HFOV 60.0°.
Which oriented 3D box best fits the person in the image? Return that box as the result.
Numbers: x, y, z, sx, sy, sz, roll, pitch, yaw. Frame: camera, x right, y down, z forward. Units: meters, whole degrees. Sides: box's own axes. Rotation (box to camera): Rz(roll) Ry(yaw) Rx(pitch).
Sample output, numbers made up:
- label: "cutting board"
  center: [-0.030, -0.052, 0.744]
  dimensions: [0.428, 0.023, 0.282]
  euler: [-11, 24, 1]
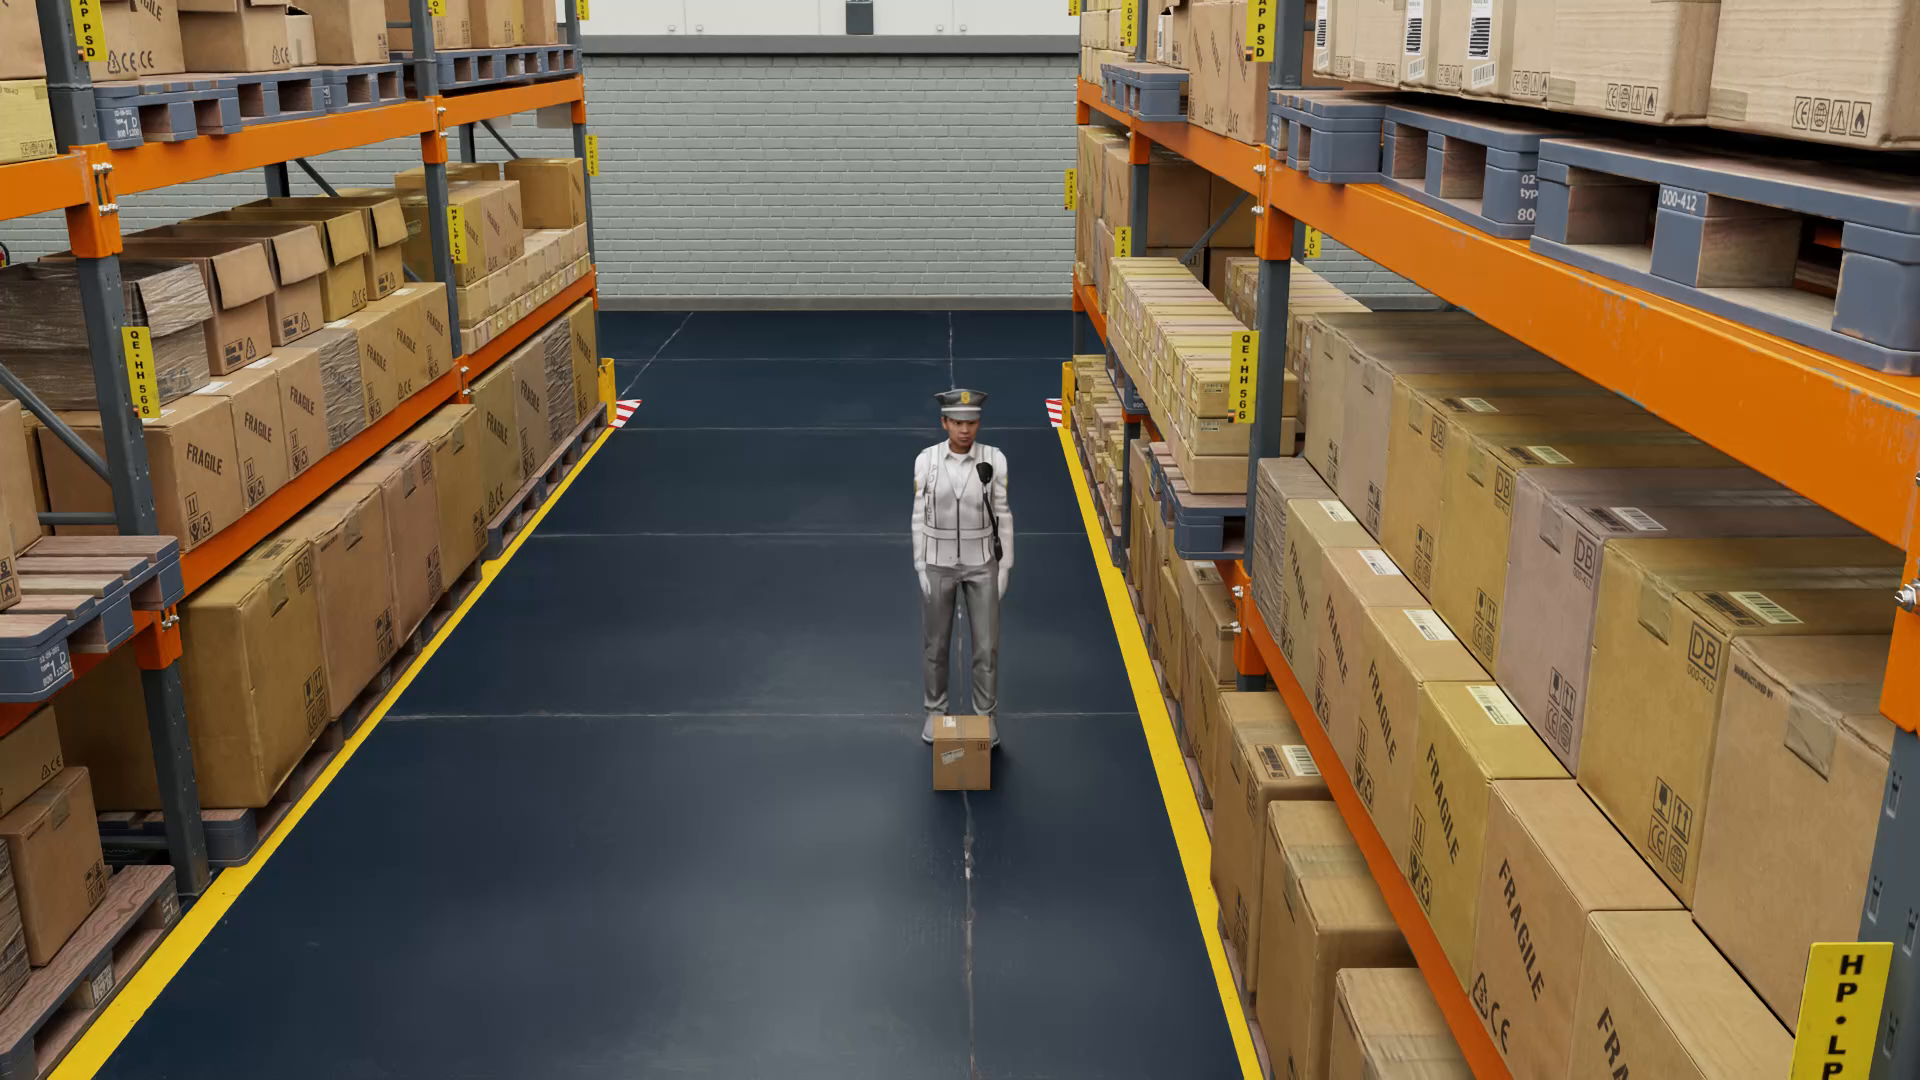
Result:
- label: "person"
  center: [0.013, 0.127, 7.602]
  dimensions: [0.467, 1.681, 0.363]
  euler: [0, 17, 0]
